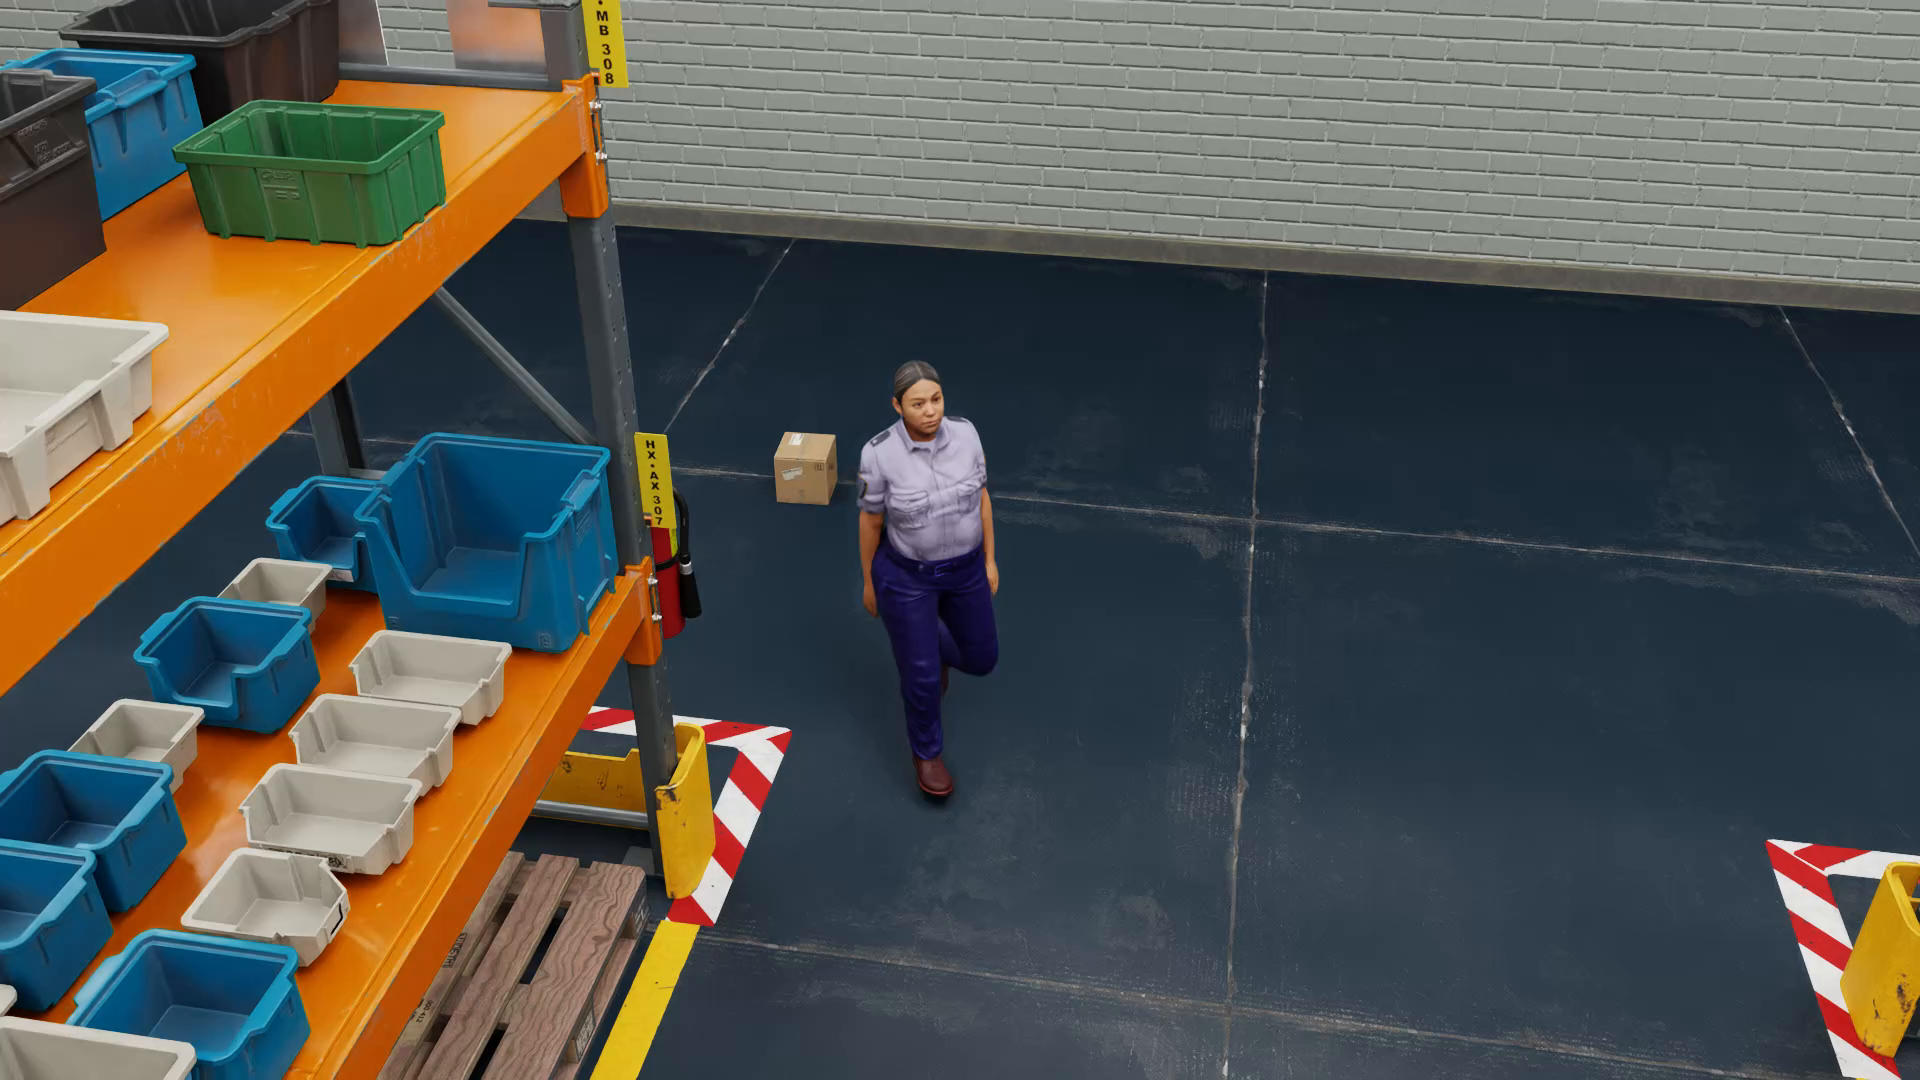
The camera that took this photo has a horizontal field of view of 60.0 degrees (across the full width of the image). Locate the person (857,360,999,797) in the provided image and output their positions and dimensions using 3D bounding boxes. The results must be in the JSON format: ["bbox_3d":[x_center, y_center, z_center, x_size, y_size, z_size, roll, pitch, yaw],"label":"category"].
[{"bbox_3d":[-0.112,0.099,5.967,0.498,1.606,0.662,-14,35,-20],"label":"person"}]
